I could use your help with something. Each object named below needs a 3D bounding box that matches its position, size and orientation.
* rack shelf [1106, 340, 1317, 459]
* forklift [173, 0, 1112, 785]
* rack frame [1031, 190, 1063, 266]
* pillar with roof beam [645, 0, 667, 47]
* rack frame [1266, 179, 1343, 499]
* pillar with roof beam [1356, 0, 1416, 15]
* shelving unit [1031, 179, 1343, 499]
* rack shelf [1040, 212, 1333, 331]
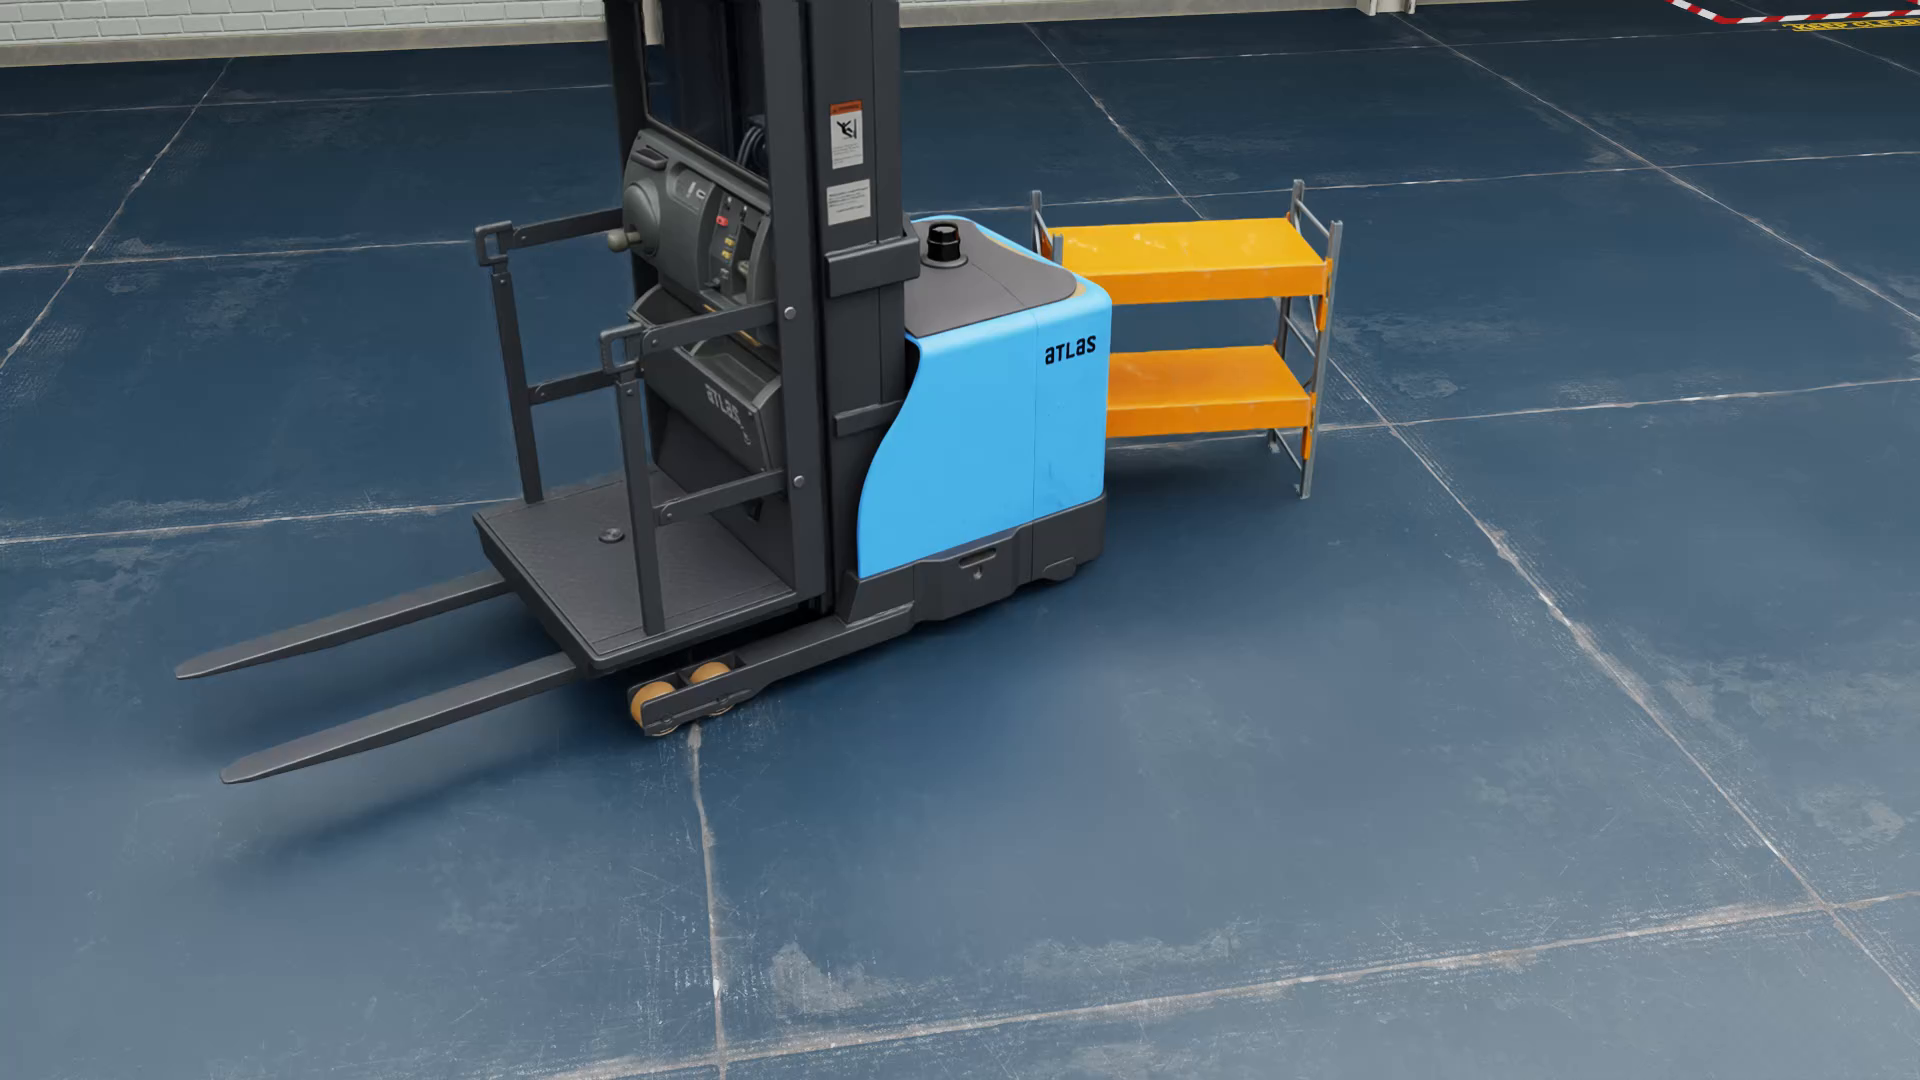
[{"bbox_3d":[0.822,-0.530,6.524,1.000,0.278,0.538,-4,31,-6],"label":"rack shelf"},{"bbox_3d":[-0.984,-0.956,4.985,3.031,2.935,1.130,-19,35,-29],"label":"forklift"},{"bbox_3d":[0.317,-0.708,6.344,0.032,1.125,0.500,-4,31,-6],"label":"rack frame"},{"bbox_3d":[-1.642,-5.533,6.782,0.400,9.000,9.100,-5,31,-9],"label":"pillar with roof beam"},{"bbox_3d":[1.326,-0.773,6.455,0.032,1.125,0.500,-4,31,-6],"label":"rack frame"},{"bbox_3d":[4.259,-6.081,7.714,0.400,9.000,9.100,-5,31,-9],"label":"pillar with roof beam"},{"bbox_3d":[0.822,-0.741,6.400,1.048,1.125,0.538,-4,31,-6],"label":"shelving unit"},{"bbox_3d":[0.822,-0.993,6.251,1.000,0.278,0.538,-4,31,-6],"label":"rack shelf"}]
